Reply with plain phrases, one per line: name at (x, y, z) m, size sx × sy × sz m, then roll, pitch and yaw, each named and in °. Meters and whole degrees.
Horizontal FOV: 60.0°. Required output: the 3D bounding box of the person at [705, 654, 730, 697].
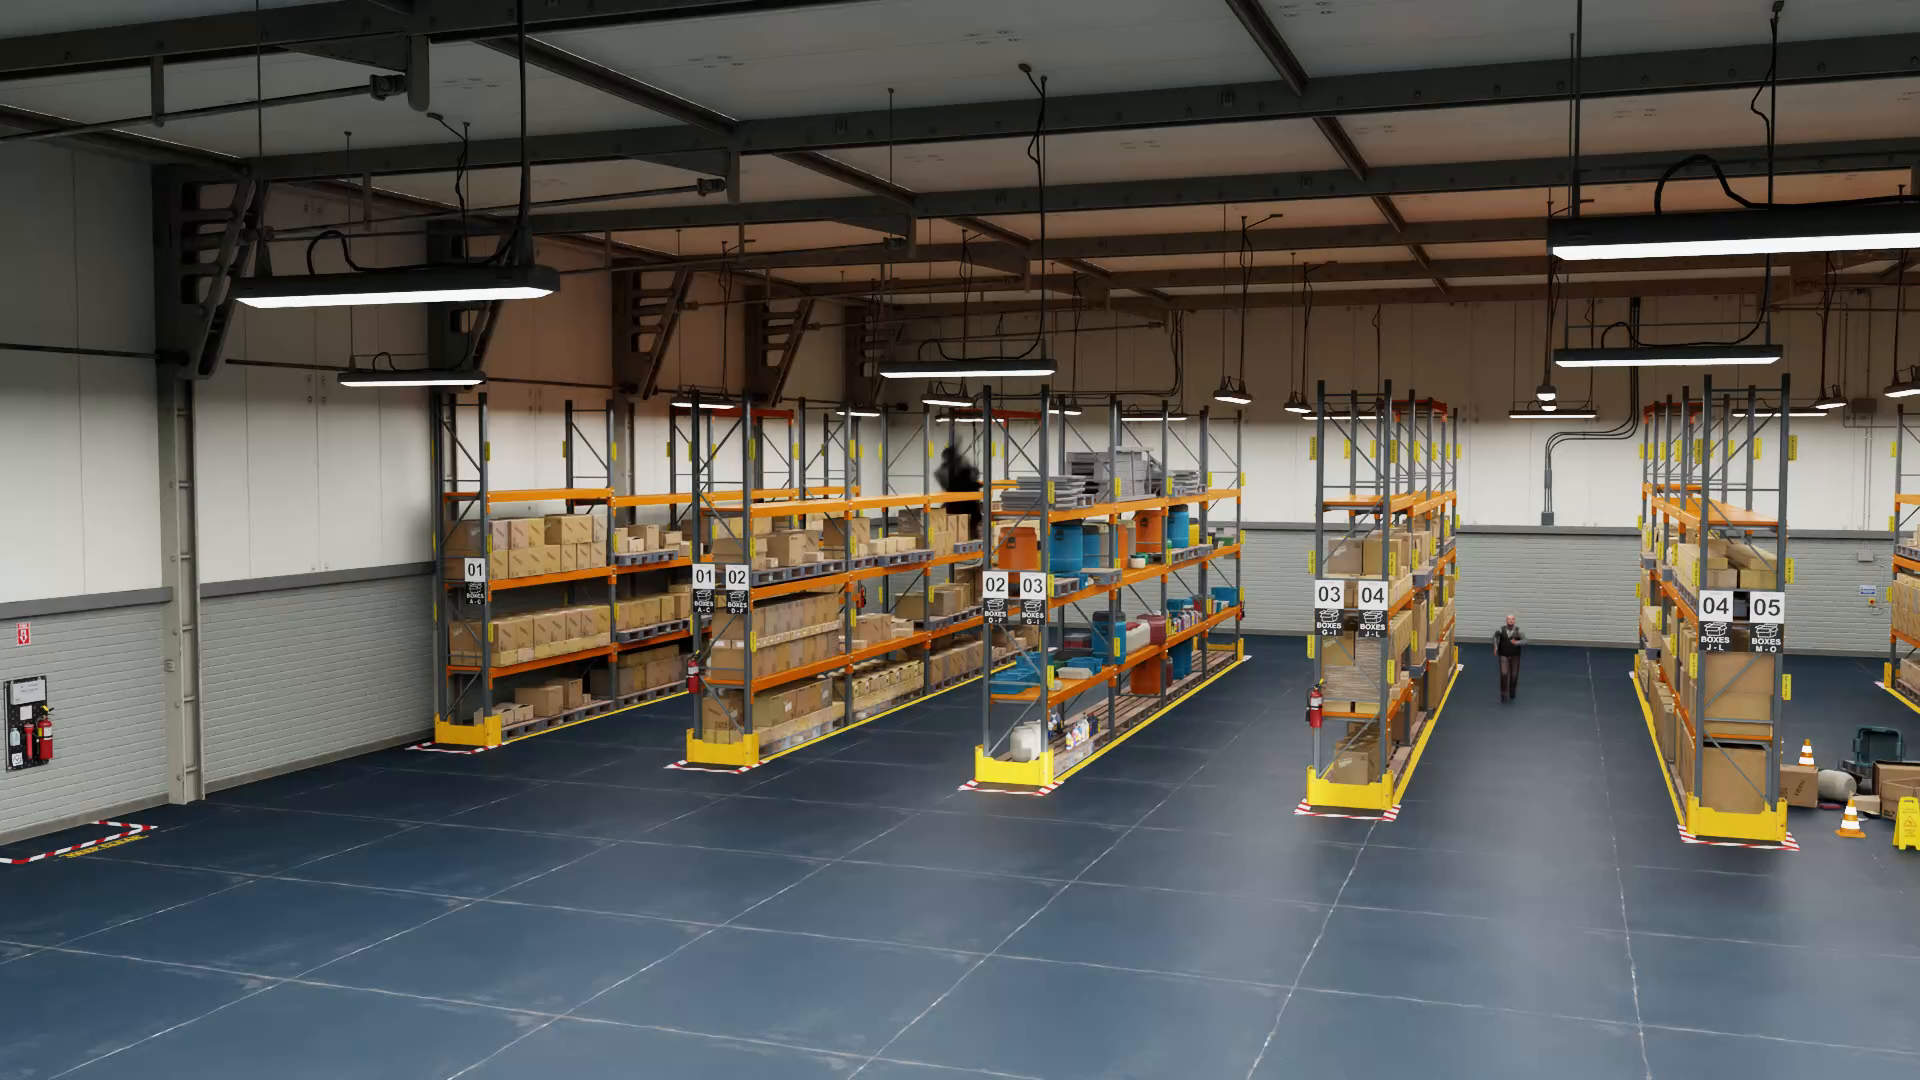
person at (-4.360, 2.601, 30.001) m, size 0.608 × 1.623 × 0.549 m, roll 1°, pitch 3°, yaw 13°

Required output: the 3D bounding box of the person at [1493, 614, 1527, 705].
person at (10.967, 2.363, 33.184) m, size 0.636 × 1.764 × 0.850 m, roll 1°, pitch 3°, yaw 15°
